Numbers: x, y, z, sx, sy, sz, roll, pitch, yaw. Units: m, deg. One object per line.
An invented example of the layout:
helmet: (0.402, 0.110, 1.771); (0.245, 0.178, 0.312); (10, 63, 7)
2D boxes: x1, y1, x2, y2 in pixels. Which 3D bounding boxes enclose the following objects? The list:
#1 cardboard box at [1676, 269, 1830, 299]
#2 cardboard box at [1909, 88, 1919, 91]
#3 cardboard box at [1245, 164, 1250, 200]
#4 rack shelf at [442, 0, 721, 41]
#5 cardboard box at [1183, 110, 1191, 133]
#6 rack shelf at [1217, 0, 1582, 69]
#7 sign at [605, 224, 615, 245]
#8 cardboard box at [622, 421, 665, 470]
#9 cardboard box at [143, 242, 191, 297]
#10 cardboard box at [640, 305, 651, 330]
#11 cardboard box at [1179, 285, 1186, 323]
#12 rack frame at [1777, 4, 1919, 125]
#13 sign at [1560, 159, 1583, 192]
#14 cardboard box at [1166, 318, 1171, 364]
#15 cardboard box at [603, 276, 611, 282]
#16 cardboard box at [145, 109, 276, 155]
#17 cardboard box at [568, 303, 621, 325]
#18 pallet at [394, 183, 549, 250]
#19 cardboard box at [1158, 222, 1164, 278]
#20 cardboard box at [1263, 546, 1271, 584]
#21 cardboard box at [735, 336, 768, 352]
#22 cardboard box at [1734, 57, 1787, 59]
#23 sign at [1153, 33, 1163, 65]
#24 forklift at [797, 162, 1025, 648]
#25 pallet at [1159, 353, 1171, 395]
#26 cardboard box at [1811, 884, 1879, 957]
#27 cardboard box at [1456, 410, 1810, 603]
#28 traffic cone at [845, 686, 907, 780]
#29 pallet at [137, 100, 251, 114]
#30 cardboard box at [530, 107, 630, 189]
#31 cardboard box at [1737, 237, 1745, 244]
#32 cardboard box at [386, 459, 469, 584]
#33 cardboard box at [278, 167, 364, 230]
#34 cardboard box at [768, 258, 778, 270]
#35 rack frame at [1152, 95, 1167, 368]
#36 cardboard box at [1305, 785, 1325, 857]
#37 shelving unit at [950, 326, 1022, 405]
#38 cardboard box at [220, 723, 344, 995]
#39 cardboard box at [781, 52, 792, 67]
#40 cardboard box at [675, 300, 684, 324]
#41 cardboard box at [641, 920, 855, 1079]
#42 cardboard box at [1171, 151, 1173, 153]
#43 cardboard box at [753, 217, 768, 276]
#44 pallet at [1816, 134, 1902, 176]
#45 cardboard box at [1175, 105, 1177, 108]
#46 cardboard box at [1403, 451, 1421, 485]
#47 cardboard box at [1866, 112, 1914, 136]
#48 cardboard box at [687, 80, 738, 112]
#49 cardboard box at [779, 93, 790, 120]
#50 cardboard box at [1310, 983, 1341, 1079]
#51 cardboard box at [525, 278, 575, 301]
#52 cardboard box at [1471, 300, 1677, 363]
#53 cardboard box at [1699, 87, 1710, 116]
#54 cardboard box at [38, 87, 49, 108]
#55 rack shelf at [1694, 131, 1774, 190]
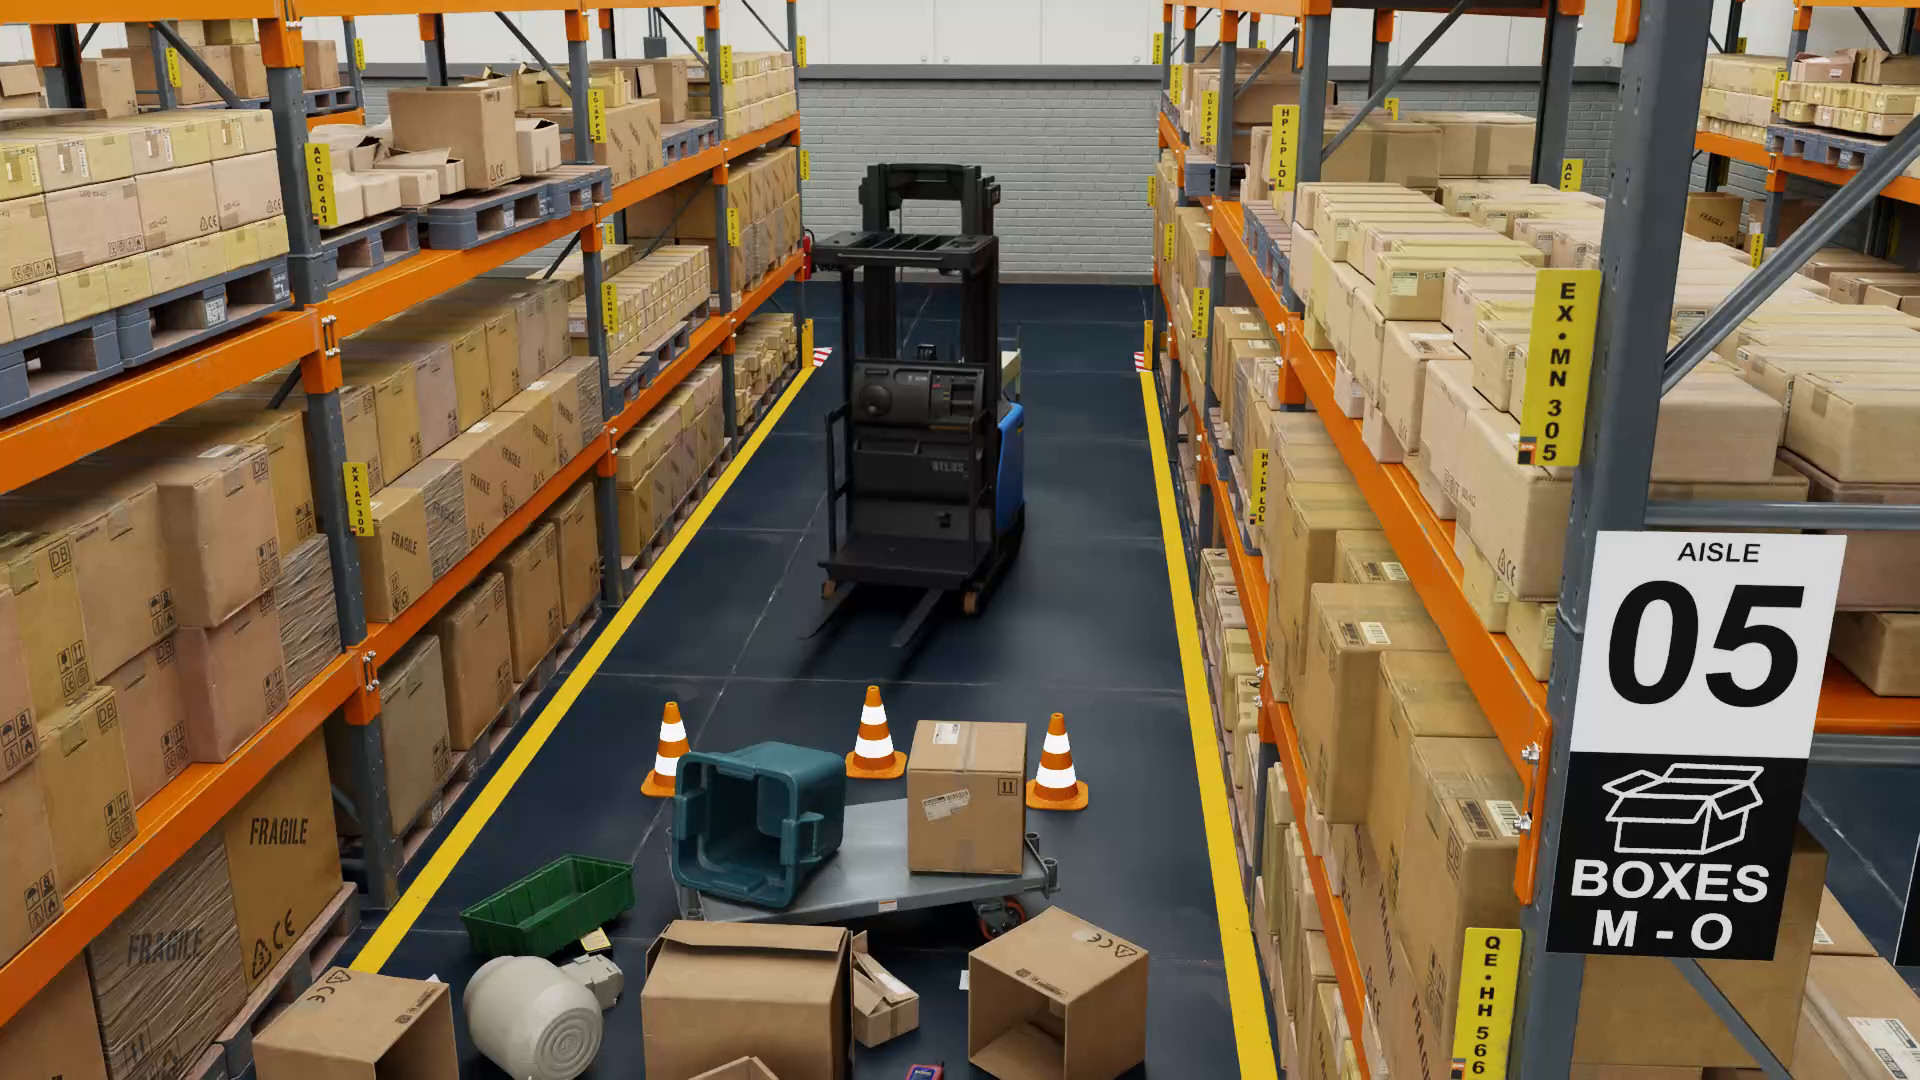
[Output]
cardboard box: (1.955, -0.595, 4.226); (0.380, 0.149, 0.250); (2, 18, 5)
cardboard box: (7.358, -3.310, 12.482); (0.380, 0.149, 0.250); (1, 18, 2)
cardboard box: (1.893, -2.087, 9.874); (0.396, 0.266, 0.258); (1, 18, 4)
rack shelf: (-2.698, -3.918, 12.226); (1.077, 0.370, 4.000); (1, 18, 4)
cardboard box: (1.950, -3.270, 12.969); (0.380, 0.166, 0.250); (0, 18, 0)
rack shelf: (1.960, -2.597, 8.193); (1.077, 0.370, 4.000); (1, 18, 4)
sign: (-3.096, -2.641, 14.776); (0.100, 0.325, 0.005); (1, 18, 4)
cardboard box: (-2.514, -0.712, 12.415); (0.500, 0.250, 0.500); (1, 18, 3)
cardboard box: (-2.888, -0.930, 5.697); (0.380, 0.149, 0.250); (1, 18, 4)
cardboard box: (-2.537, -1.668, 12.448); (0.380, 0.149, 0.250); (1, 18, 4)
cardboard box: (2.005, -1.858, 13.215); (0.500, 0.250, 0.500); (2, 18, 5)
rack frame: (7.341, -4.882, 13.371); (1.000, 3.000, 0.127); (1, 18, 4)
sign: (2.358, -1.318, 6.480); (0.100, 0.325, 0.005); (1, 18, 4)
cardboard box: (2.729, -2.158, 18.133); (0.875, 0.438, 0.875); (1, 18, 2)
cardboard box: (-3.094, -2.088, 13.730); (0.380, 0.149, 0.250); (1, 18, 2)
cardboard box: (-2.836, -1.547, 6.297); (0.380, 0.149, 0.250); (1, 18, 3)
cardboard box: (-2.598, -1.564, 11.651); (0.380, 0.149, 0.250); (1, 18, 2)
pallet: (-2.912, -1.765, 8.978); (1.003, 0.211, 1.213); (2, 18, 6)
cardboard box: (2.293, -2.973, 17.018); (0.500, 0.500, 0.500); (1, 18, 4)
cardboard box: (1.578, 0.097, 7.538); (0.380, 0.149, 0.250); (2, 18, 5)
cardboard box: (-2.195, -2.017, 17.210); (0.380, 0.149, 0.250); (1, 18, 2)
cardboard box: (7.810, -4.541, 16.106); (0.500, 0.250, 0.500); (1, 18, 4)
sign: (2.124, -5.276, 17.859); (0.100, 0.325, 0.005); (1, 18, 4)
forklift: (-0.338, -1.009, 11.294); (1.130, 2.935, 3.031); (4, 19, 13)
pallet: (2.698, -1.808, 18.102); (1.003, 0.211, 1.213); (1, 18, 4)
cardboard box: (1.874, 1.095, 4.125); (0.500, 0.500, 0.500); (2, 18, 6)
cardboard box: (1.298, -0.075, 3.279); (0.500, 0.250, 0.500); (1, 18, 3)
traffic cone: (-0.468, 1.020, 9.066); (0.336, 0.463, 0.334); (1, 18, 4)
pallet: (-7.425, -3.999, 15.637); (1.003, 0.211, 1.213); (1, 18, 4)
cardboard box: (-2.535, -2.622, 11.131); (0.500, 0.500, 0.500); (1, 18, 4)
cardboard box: (7.781, -2.881, 16.662); (0.500, 0.250, 0.500); (2, 18, 6)
cardboard box: (-2.786, -0.097, 8.242); (0.500, 0.500, 0.500); (1, 18, 4)
cardboard box: (-2.836, -1.526, 7.327); (0.258, 0.266, 0.396); (1, 18, 3)
cardboard box: (-2.111, -2.920, 17.421); (0.380, 0.149, 0.250); (0, 18, 1)
rack frame: (2.677, -3.383, 18.431); (1.000, 3.000, 0.127); (1, 18, 4)
cardboard box: (1.373, 0.951, 5.608); (0.380, 0.149, 0.250); (1, 18, 4)
shelving unit: (0.206, -0.897, 13.253); (0.431, 1.500, 0.755); (4, 19, 13)
cardboard box: (-3.243, 1.268, 6.973); (0.875, 0.875, 0.875); (2, 18, 5)
cardboard box: (-1.998, -5.134, 17.754); (0.380, 0.149, 0.250); (1, 18, 3)
cardboard box: (-2.456, -1.850, 13.481); (0.380, 0.149, 0.250); (1, 18, 2)
cardboard box: (-0.811, 1.815, 6.358); (0.797, 0.637, 0.503); (1, 18, 4)
cardboard box: (2.427, -4.027, 17.588); (0.380, 0.149, 0.250); (2, 18, 5)
cardboard box: (-2.167, -2.867, 16.216); (0.500, 0.500, 0.500); (1, 18, 3)
pallet: (7.153, -2.844, 12.271); (1.213, 0.211, 1.003); (1, 18, 4)
cardboard box: (2.136, -3.982, 15.009); (0.380, 0.149, 0.250); (2, 18, 5)
cardboard box: (1.396, -0.234, 4.407); (0.380, 0.149, 0.250); (1, 18, 2)
cardboard box: (6.839, -3.023, 12.082); (0.380, 0.149, 0.250); (2, 18, 5)
cardboard box: (-2.281, -3.956, 14.800); (0.500, 0.250, 0.500); (2, 18, 6)
cardboard box: (-2.066, -4.511, 17.296); (0.500, 0.250, 0.500); (1, 18, 4)
cardboard box: (1.404, 1.763, 5.262); (0.500, 0.500, 0.500); (1, 18, 3)
cardboard box: (-3.168, -1.905, 12.693); (0.380, 0.149, 0.250); (2, 18, 7)
cardboard box: (1.386, -0.447, 3.776); (0.380, 0.149, 0.250); (1, 18, 4)
cardboard box: (7.245, -4.159, 15.746); (0.500, 0.250, 0.500); (1, 18, 3)
cardboard box: (-7.663, -3.606, 13.763); (0.500, 0.311, 0.500); (1, 18, 2)
rack shelf: (7.485, -3.736, 15.846); (1.077, 0.370, 4.000); (1, 18, 4)
